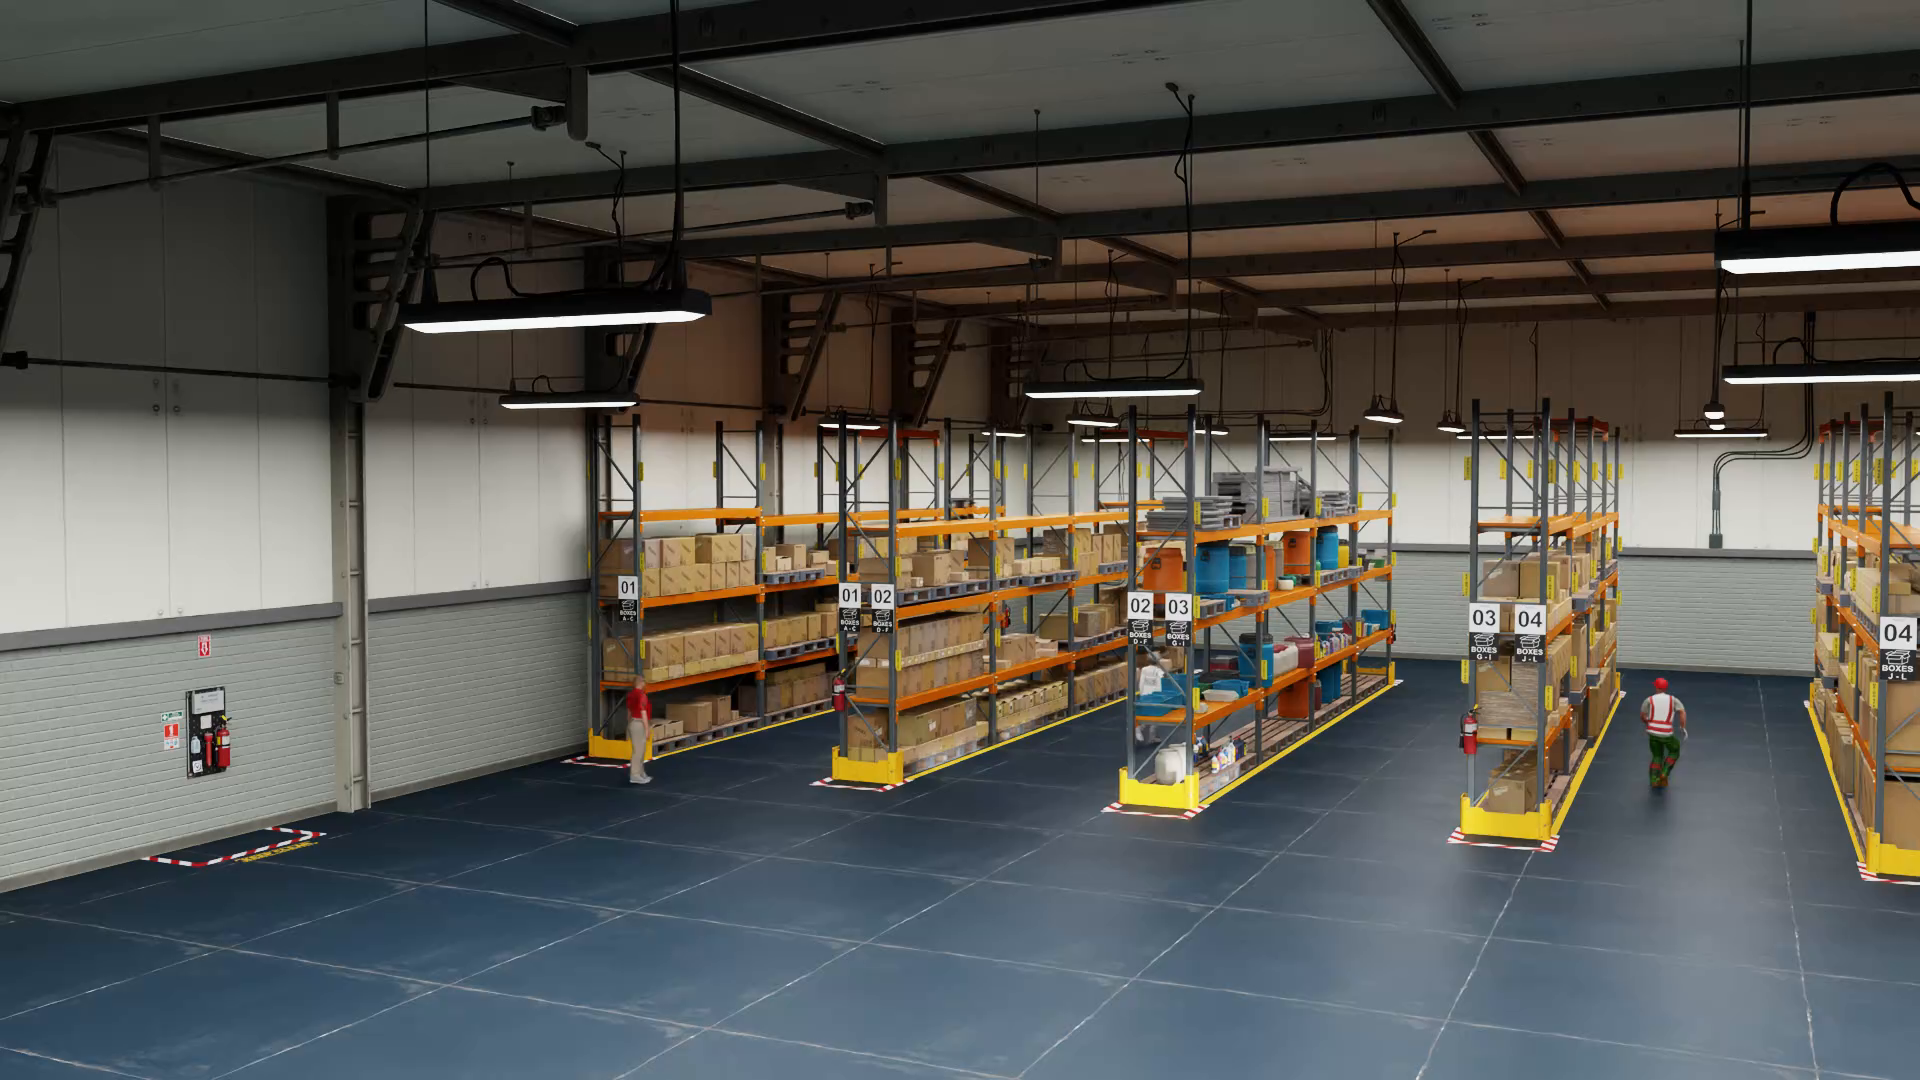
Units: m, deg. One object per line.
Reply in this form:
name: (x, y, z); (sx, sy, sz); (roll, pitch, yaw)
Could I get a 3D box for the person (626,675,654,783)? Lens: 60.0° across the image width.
person: (-5.120, 3.056, 26.791); (0.461, 1.759, 0.628); (-1, 3, -22)

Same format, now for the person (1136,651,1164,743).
person: (3.502, 2.890, 30.524); (0.496, 1.683, 0.466); (-1, 3, -30)

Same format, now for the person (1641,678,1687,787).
person: (11.189, 3.067, 26.424); (0.535, 1.751, 0.732); (-2, 3, -38)
